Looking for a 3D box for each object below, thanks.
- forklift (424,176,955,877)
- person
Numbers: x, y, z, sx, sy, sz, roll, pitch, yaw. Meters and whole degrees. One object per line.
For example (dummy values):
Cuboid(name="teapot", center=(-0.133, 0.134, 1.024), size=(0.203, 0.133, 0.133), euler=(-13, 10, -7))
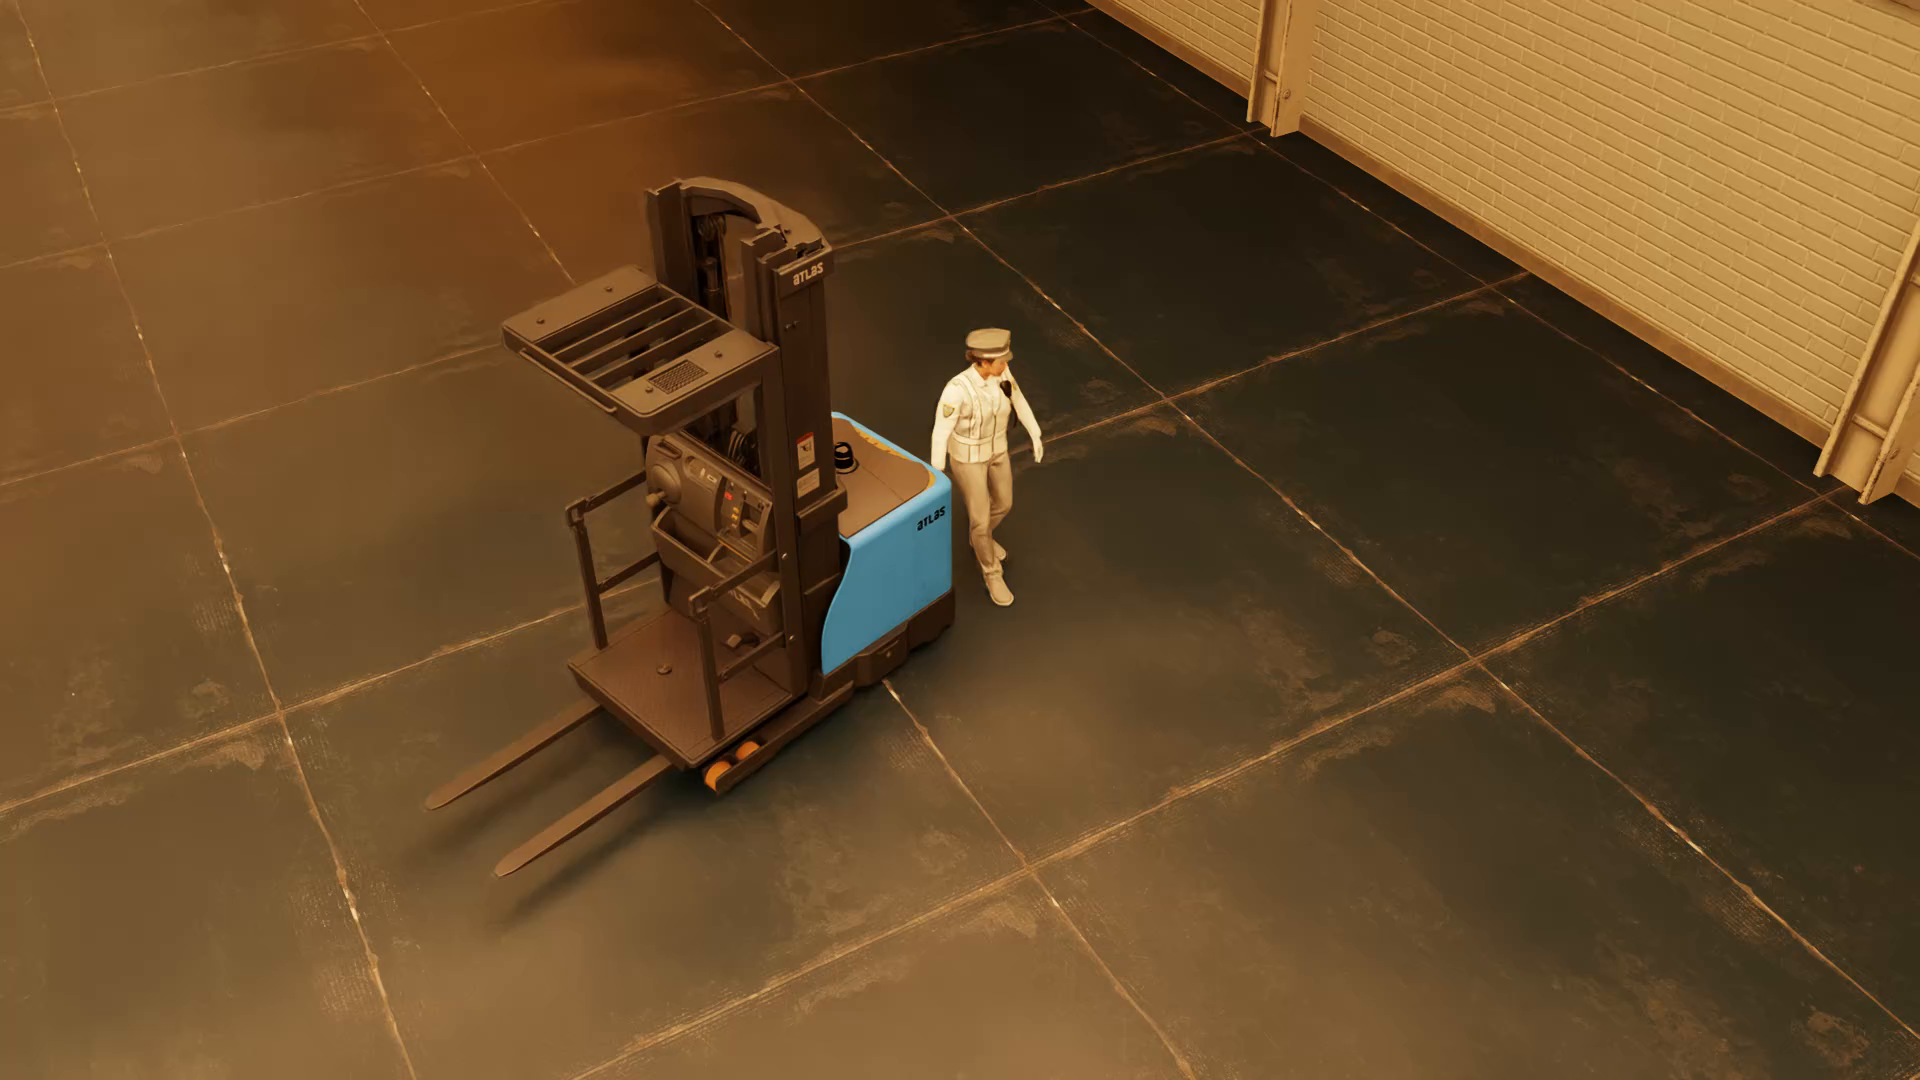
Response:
Cuboid(name="forklift", center=(-1.413, -0.175, 8.247), size=(1.130, 2.935, 3.031), euler=(32, 49, 32))
Cuboid(name="person", center=(0.217, -0.442, 9.593), size=(0.697, 1.620, 0.623), euler=(-30, 48, -31))
